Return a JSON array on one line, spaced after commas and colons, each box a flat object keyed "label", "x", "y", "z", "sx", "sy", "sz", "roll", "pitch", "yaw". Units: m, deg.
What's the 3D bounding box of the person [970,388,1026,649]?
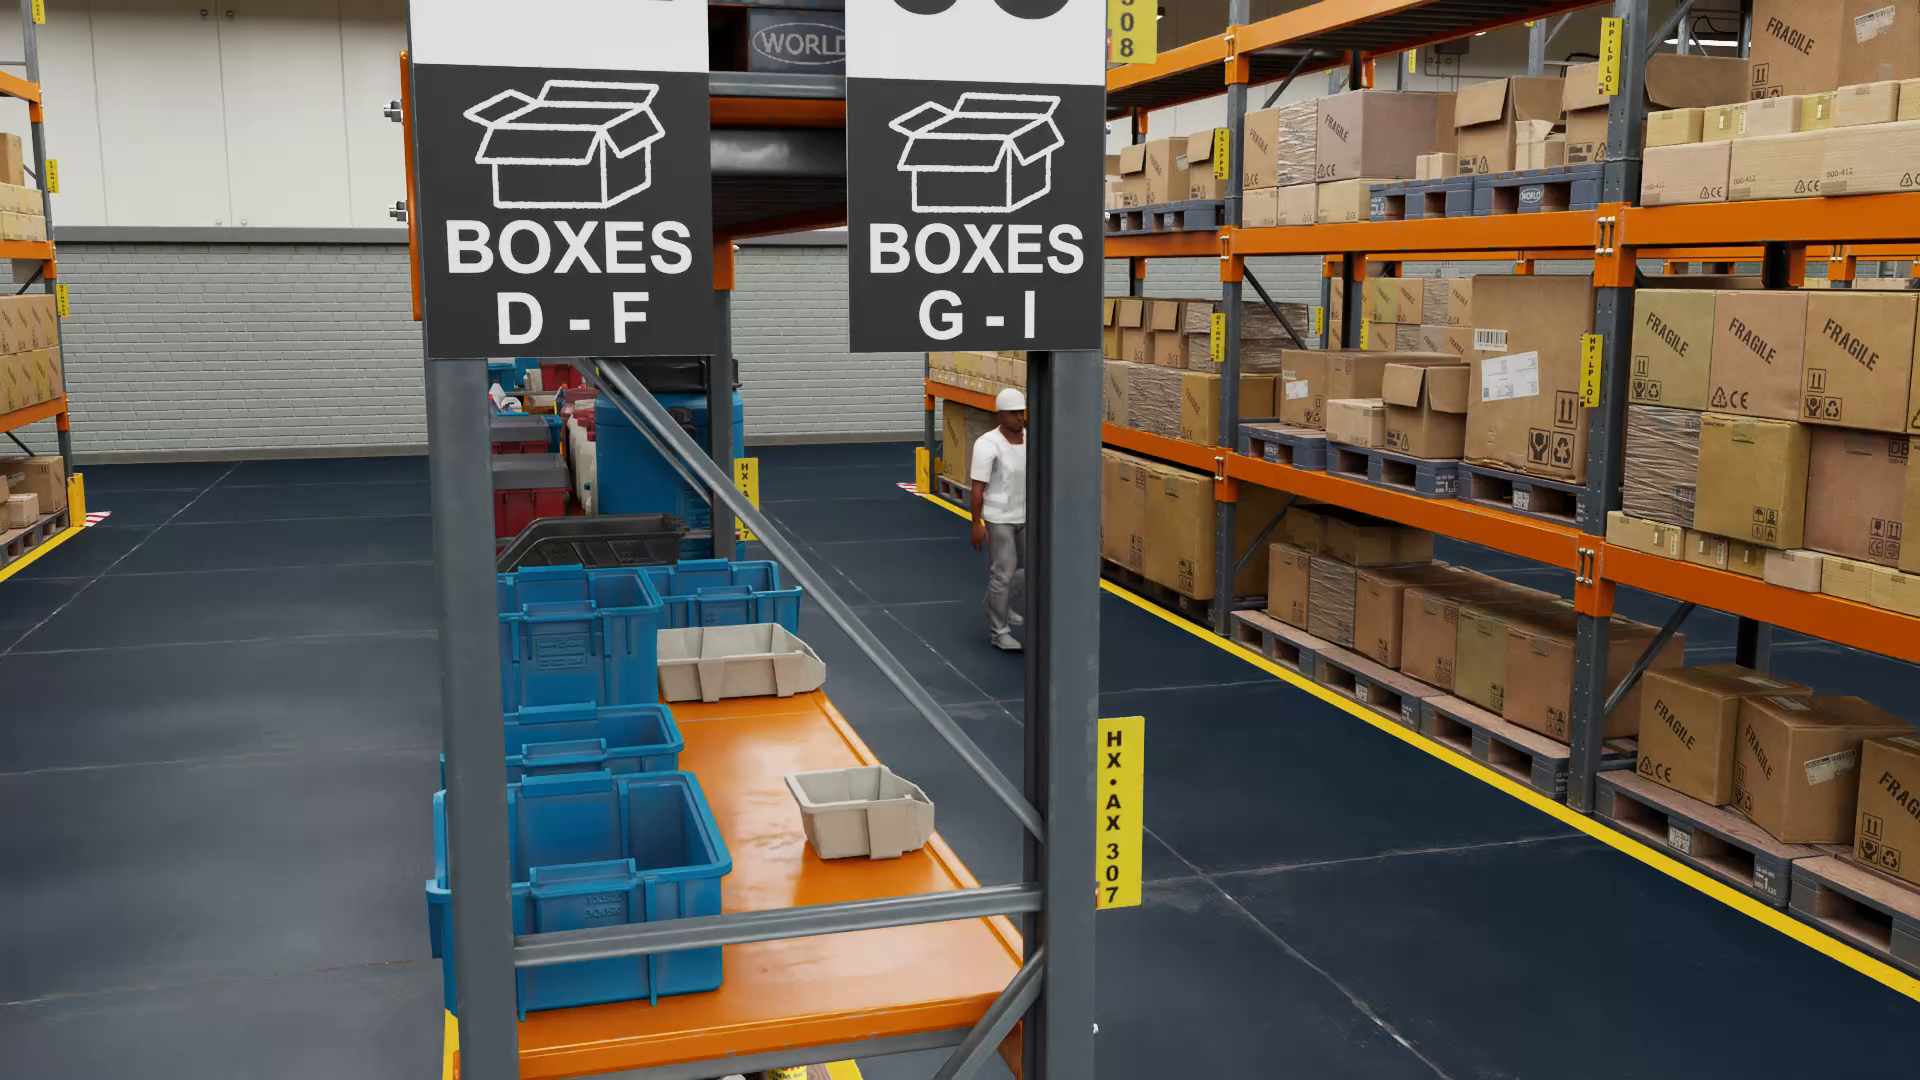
[{"label": "person", "x": 0.301, "y": -0.144, "z": 11.164, "sx": 0.620, "sy": 1.760, "sz": 0.562, "roll": -8, "pitch": 12, "yaw": -40}]
